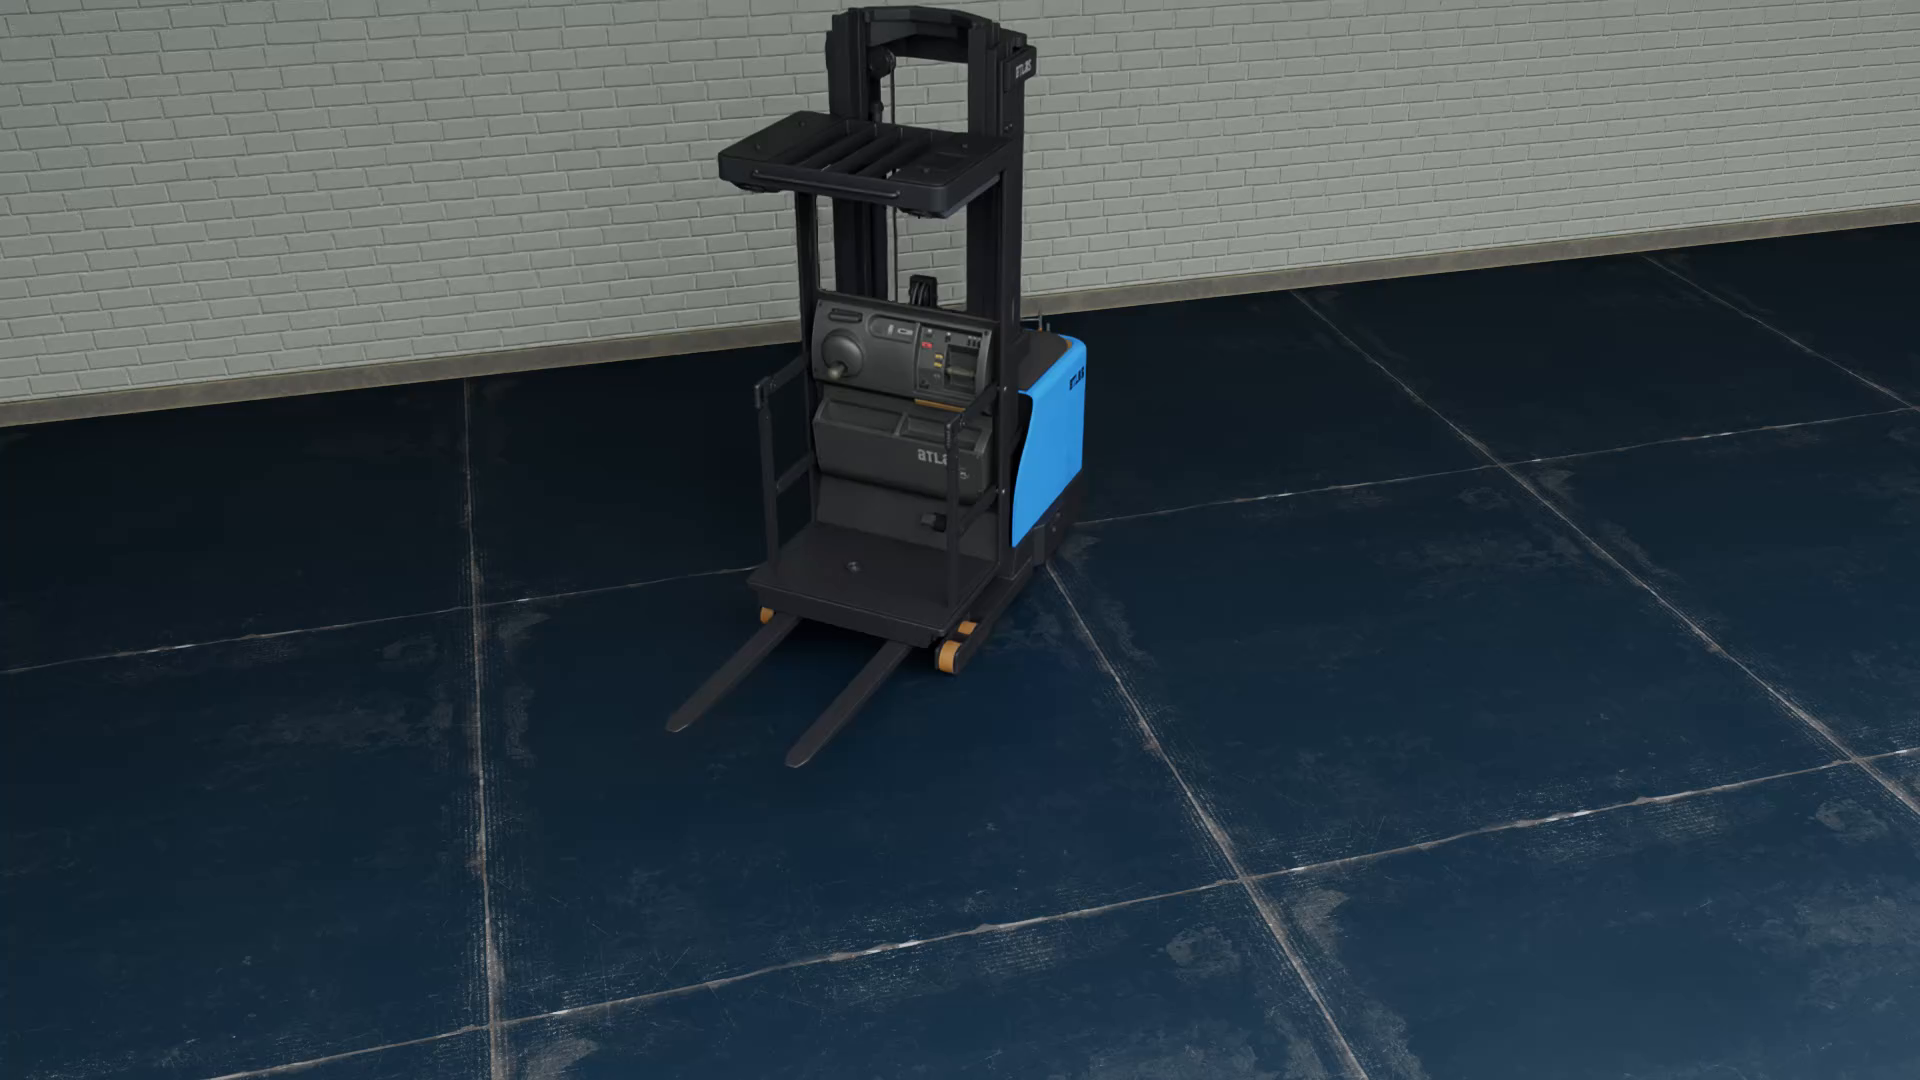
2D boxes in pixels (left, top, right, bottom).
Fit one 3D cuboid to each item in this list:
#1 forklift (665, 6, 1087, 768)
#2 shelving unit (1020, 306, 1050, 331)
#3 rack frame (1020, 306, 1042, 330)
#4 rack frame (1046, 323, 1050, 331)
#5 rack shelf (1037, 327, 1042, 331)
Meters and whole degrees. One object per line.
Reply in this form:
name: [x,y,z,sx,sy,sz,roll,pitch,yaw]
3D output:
forklift: [-0.373,-0.860,7.810,1.130,2.935,3.031,13,32,21]
shelving unit: [0.383,-0.803,9.590,0.215,1.050,0.252,-4,30,-6]
rack frame: [0.367,-0.864,9.695,0.200,1.050,0.008,-4,30,-6]
rack frame: [0.399,-0.743,9.485,0.200,1.050,0.008,-4,30,-6]
rack shelf: [0.383,-1.040,9.453,0.215,0.259,0.240,-4,30,-6]
